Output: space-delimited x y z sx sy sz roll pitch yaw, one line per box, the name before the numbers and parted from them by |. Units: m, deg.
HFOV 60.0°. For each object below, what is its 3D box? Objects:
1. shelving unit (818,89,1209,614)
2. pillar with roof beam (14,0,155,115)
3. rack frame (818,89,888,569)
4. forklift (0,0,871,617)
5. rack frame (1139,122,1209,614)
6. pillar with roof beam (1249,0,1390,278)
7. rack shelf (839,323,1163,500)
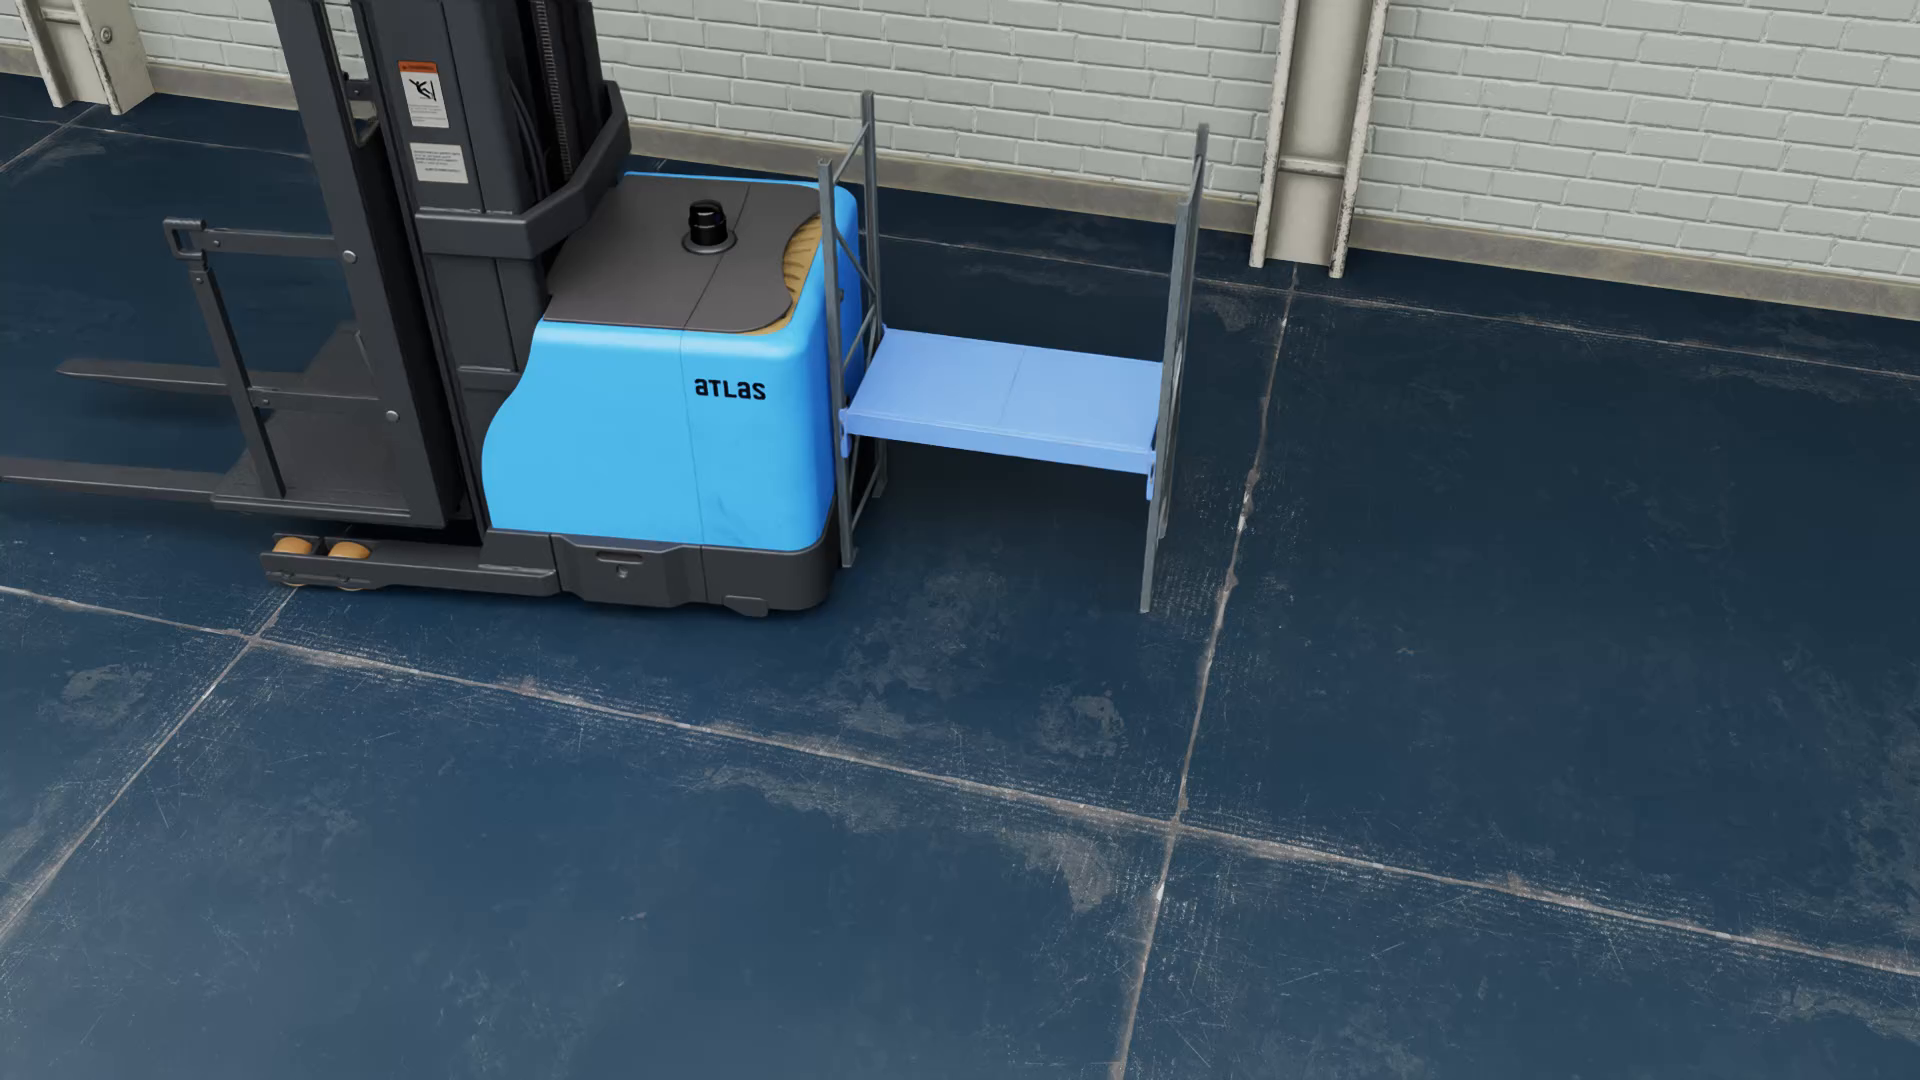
shelving unit | 0.165 -0.564 5.255 1.048 1.500 0.538 8 41 10
pillar with roof beam | -5.434 -3.010 2.337 0.400 9.000 9.100 10 41 11
rack frame | -0.331 -0.636 5.341 0.032 1.500 0.500 8 41 10
forklift | -1.880 -1.284 5.000 3.031 2.935 1.130 5 40 5
rack frame | 0.660 -0.491 5.169 0.032 1.500 0.500 8 41 10
pillar with roof beam | 0.362 -2.013 1.150 0.400 9.000 9.100 10 41 11
rack shelf | 0.165 -0.426 5.371 1.000 0.185 0.538 8 41 10
